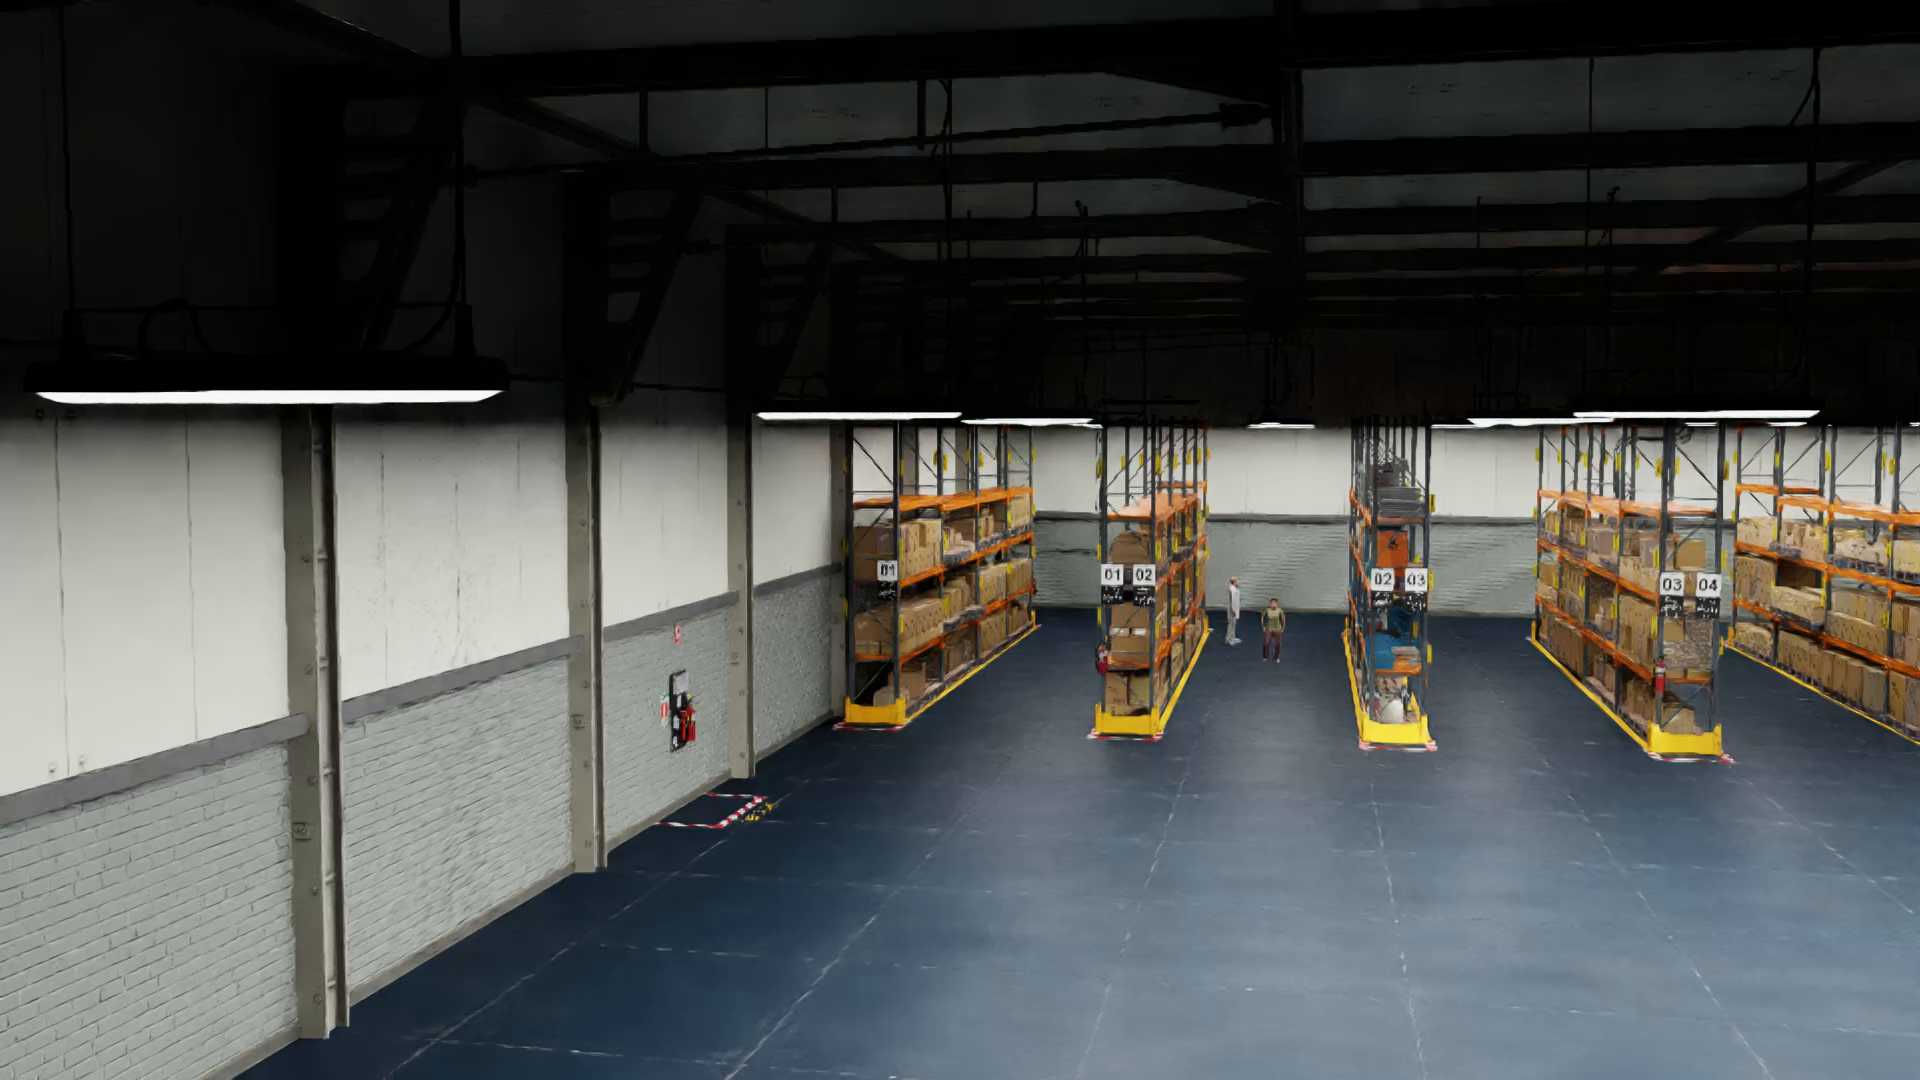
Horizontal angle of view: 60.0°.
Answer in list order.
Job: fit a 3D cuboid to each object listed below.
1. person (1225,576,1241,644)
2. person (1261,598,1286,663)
[{"bbox_3d":[7.297,1.854,44.427,0.398,1.765,0.685,0,4,6],"label":"person"},{"bbox_3d":[7.681,2.206,40.782,0.598,1.619,0.503,1,4,10],"label":"person"}]
